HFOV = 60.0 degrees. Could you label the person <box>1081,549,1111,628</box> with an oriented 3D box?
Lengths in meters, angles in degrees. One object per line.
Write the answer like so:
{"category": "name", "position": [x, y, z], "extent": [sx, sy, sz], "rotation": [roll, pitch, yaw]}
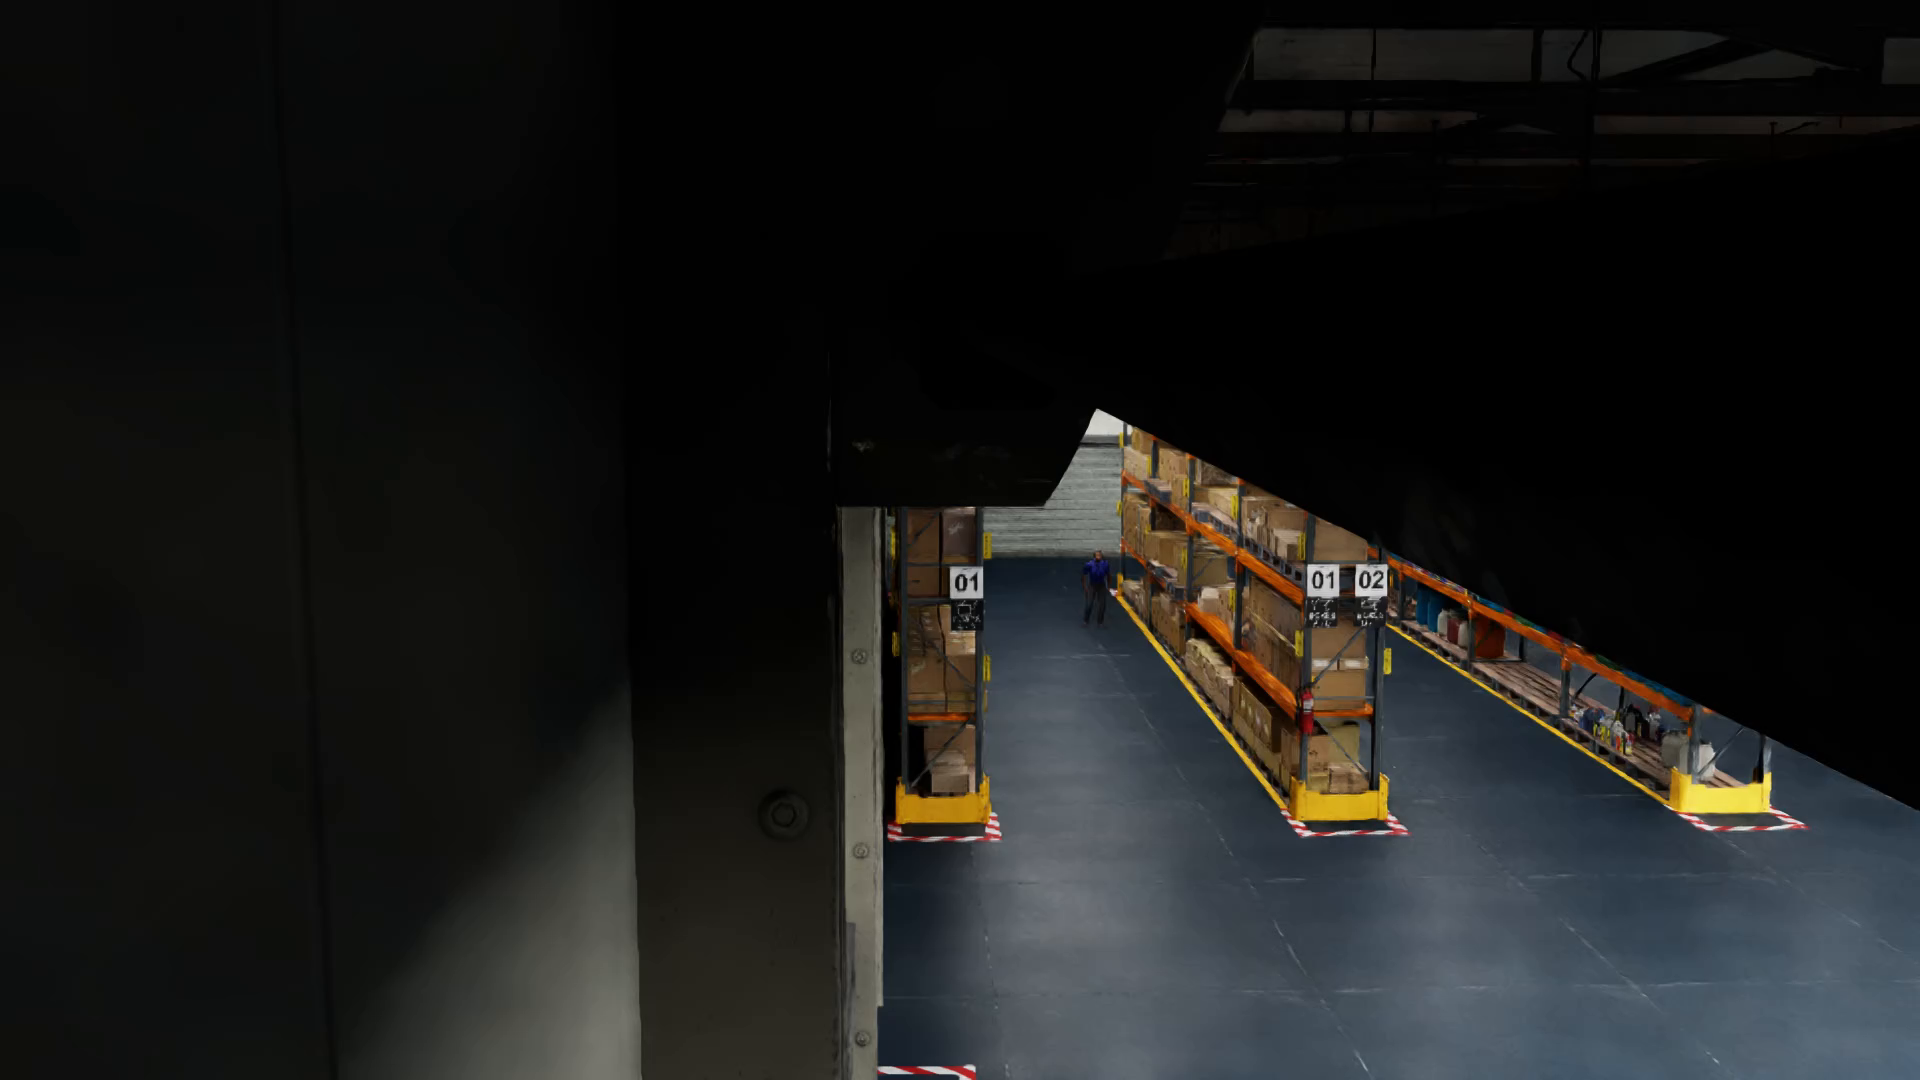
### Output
{"category": "person", "position": [2.683, 0.949, 32.761], "extent": [0.592, 1.604, 0.513], "rotation": [-1, 8, -4]}

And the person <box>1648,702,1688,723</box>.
{"category": "person", "position": [10.888, 1.963, 25.383], "extent": [0.585, 1.629, 0.718], "rotation": [-3, 9, -21]}
